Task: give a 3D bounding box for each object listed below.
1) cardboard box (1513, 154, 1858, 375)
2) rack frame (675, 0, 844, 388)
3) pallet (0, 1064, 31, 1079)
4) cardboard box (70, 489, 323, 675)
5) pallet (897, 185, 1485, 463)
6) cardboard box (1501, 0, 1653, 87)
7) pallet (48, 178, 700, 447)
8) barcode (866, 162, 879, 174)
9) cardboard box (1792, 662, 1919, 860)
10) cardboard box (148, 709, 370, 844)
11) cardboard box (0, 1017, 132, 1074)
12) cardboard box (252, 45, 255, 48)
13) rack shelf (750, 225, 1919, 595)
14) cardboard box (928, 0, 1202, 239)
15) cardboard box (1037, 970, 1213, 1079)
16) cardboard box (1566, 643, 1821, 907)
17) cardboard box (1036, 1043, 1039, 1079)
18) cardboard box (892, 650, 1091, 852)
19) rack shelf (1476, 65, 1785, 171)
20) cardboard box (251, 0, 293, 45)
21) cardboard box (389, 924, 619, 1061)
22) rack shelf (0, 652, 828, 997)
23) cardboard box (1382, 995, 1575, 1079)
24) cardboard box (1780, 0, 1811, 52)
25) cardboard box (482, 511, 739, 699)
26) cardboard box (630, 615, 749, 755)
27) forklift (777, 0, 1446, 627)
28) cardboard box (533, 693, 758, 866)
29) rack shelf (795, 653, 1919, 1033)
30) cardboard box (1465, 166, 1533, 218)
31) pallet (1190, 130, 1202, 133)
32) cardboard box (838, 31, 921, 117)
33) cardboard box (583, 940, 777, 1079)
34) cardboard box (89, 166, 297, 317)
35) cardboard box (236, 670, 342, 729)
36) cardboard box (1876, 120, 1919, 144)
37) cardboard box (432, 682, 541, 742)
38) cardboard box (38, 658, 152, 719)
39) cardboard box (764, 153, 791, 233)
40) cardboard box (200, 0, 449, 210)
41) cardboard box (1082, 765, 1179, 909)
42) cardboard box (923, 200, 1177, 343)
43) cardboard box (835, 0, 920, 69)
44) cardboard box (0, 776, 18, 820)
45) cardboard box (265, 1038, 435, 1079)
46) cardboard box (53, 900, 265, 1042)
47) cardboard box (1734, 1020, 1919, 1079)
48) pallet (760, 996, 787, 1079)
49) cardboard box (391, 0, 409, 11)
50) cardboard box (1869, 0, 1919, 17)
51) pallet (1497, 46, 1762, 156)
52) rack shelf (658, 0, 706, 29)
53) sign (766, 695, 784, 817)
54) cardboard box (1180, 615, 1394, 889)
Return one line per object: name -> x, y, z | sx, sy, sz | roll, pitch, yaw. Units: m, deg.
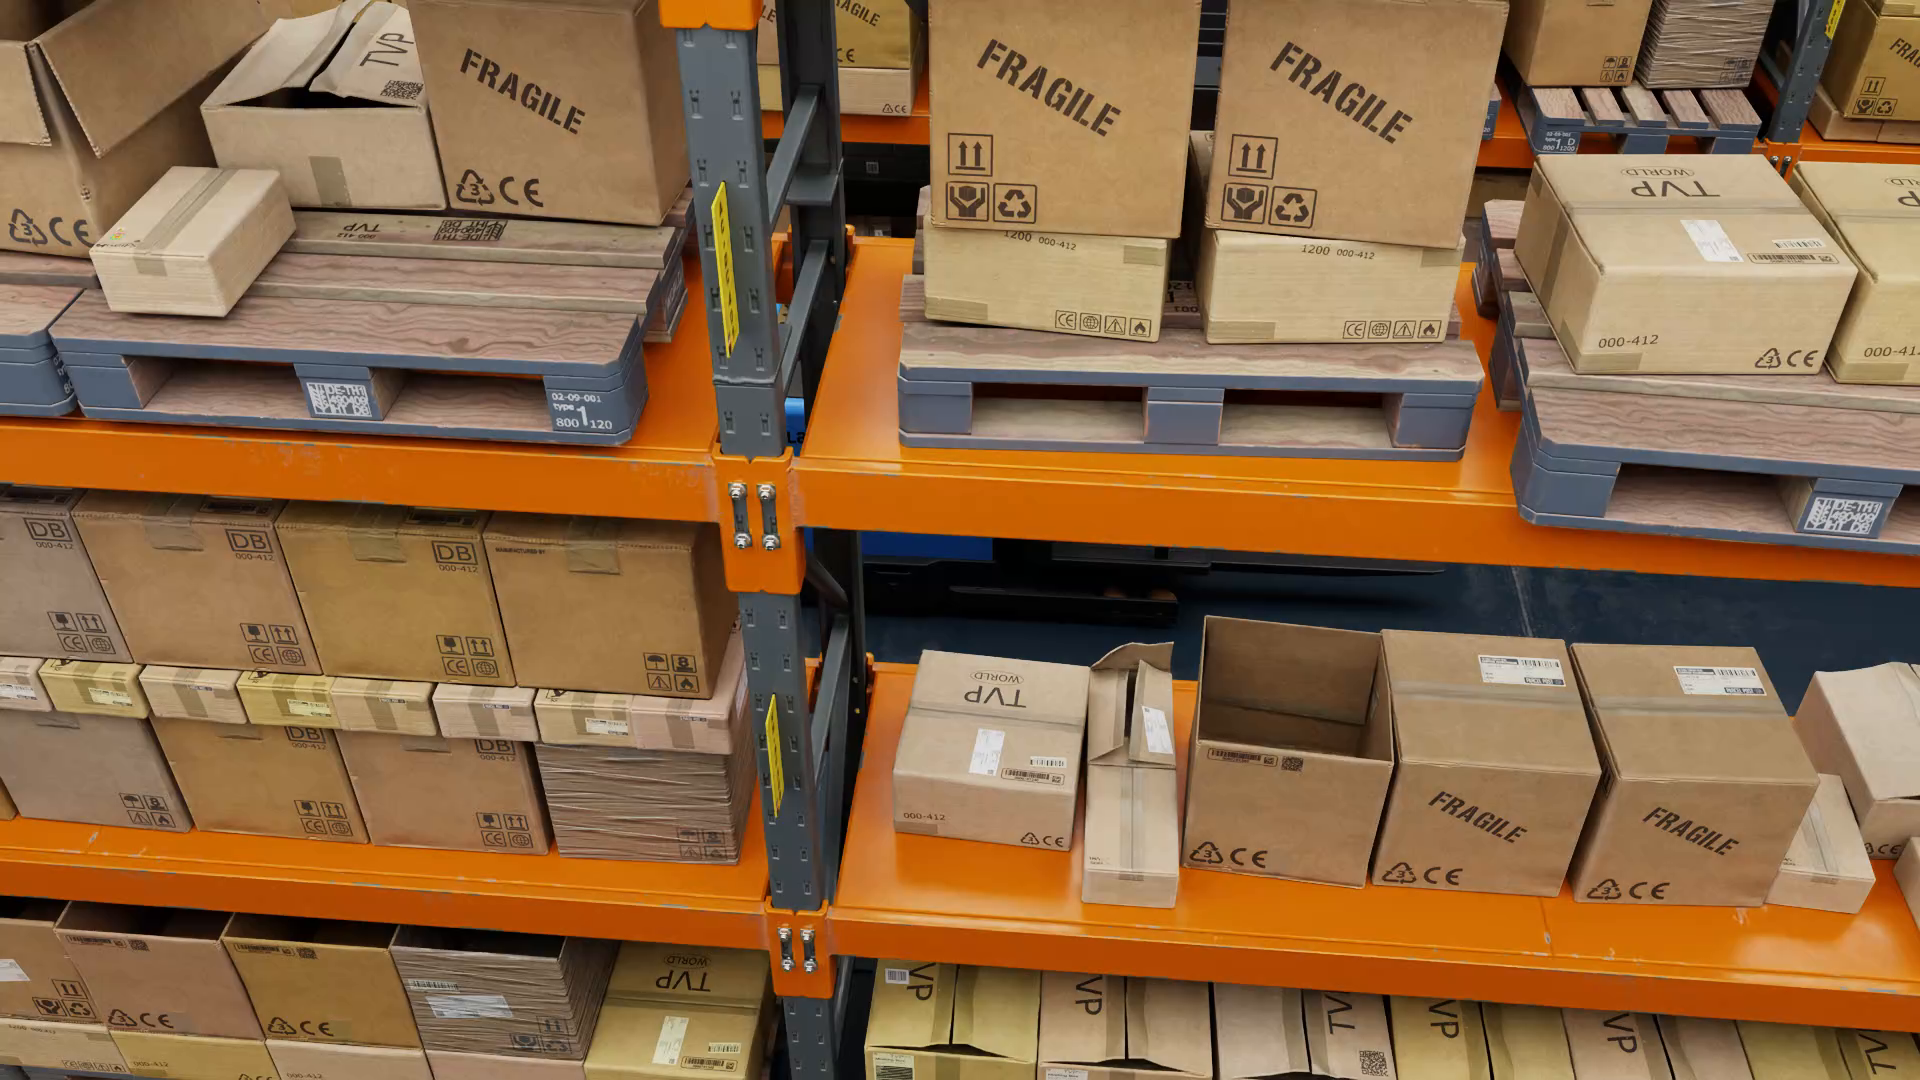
cardboard box -> 1.503, -0.588, 3.506 | 0.500, 0.250, 0.500 | 0, 39, 0
rack frame -> -0.397, -1.789, 2.820 | 0.127, 3.000, 1.000 | 3, 39, 4
pallet -> -3.616, 1.416, 5.843 | 1.213, 0.211, 1.003 | 3, 39, 4
cardboard box -> -1.842, -0.079, 4.364 | 0.500, 0.500, 0.700 | 3, 39, 4
pallet -> 0.483, -0.512, 3.778 | 1.217, 0.209, 0.805 | 2, 39, 2
cardboard box -> 2.984, -2.603, 8.144 | 0.500, 0.500, 0.700 | 0, 39, 0
pallet -> -1.249, -0.622, 3.832 | 1.213, 0.211, 1.003 | 3, 39, 4
barcode -> -0.490, -2.084, 9.312 | 0.075, 0.075, 0.001 | 3, 39, 4
cardboard box -> 2.714, 0.619, 4.684 | 0.500, 0.311, 0.500 | 3, 39, 3
cardboard box -> -1.865, 0.424, 4.774 | 0.500, 0.500, 0.700 | 4, 39, 5
cardboard box -> -2.870, 1.444, 5.445 | 0.500, 0.250, 0.500 | 3, 39, 4
cardboard box -> -3.500, -2.520, 8.572 | 0.500, 0.250, 0.500 | 2, 39, 3
rack shelf -> 1.596, -0.238, 3.860 | 4.000, 0.370, 1.077 | 3, 39, 4
cardboard box -> 0.214, -0.963, 3.373 | 0.500, 0.500, 0.500 | 4, 39, 4
cardboard box -> 0.492, 1.433, 5.015 | 0.500, 0.311, 0.500 | 3, 39, 3
cardboard box -> 1.915, 0.635, 4.514 | 0.500, 0.500, 0.500 | 1, 39, 1
cardboard box -> 0.493, 1.647, 5.196 | 0.500, 0.250, 0.500 | 4, 39, 5
cardboard box -> 0.097, 0.595, 4.762 | 0.500, 0.250, 0.500 | 5, 39, 7
rack shelf -> 2.019, -2.191, 8.635 | 4.000, 0.370, 1.077 | 3, 39, 4
cardboard box -> -3.509, -2.822, 8.349 | 0.500, 0.500, 0.500 | 3, 39, 4
cardboard box -> -1.375, 1.228, 5.117 | 0.500, 0.500, 0.500 | 3, 39, 4
rack shelf -> -2.389, 0.707, 5.075 | 4.000, 0.370, 1.077 | 3, 39, 4
cardboard box -> 1.525, 1.485, 4.950 | 0.500, 0.311, 0.500 | 4, 39, 5
cardboard box -> 4.505, -2.663, 8.314 | 0.500, 0.500, 0.500 | 3, 39, 4
cardboard box -> -0.839, -0.025, 4.298 | 0.500, 0.500, 0.700 | 3, 39, 4
cardboard box -> -0.686, 0.367, 4.330 | 0.250, 0.149, 0.380 | 3, 39, 4
forklift -> 0.628, -1.108, 6.789 | 3.031, 2.935, 1.130 | 3, 39, 3
cardboard box -> -0.839, 0.478, 4.707 | 0.500, 0.500, 0.700 | 2, 39, 3
rack shelf -> 1.596, 0.925, 4.807 | 4.000, 0.370, 1.077 | 3, 39, 4
cardboard box -> 2.728, -1.929, 8.782 | 0.500, 0.250, 0.500 | 4, 39, 5
pallet -> 0.776, -2.371, 8.439 | 1.213, 0.211, 1.003 | 3, 39, 4
cardboard box -> -0.471, -2.363, 8.380 | 0.500, 0.250, 0.500 | 3, 39, 4
cardboard box -> -0.878, 1.553, 5.311 | 0.500, 0.250, 0.500 | 3, 39, 4
cardboard box -> -1.622, -0.640, 3.539 | 0.250, 0.149, 0.380 | 3, 39, 4
cardboard box -> -1.700, 0.310, 4.400 | 0.250, 0.149, 0.380 | 3, 39, 4
cardboard box -> 4.570, -2.088, 8.122 | 0.250, 0.149, 0.380 | 4, 39, 4
cardboard box -> -1.194, 0.339, 4.364 | 0.250, 0.149, 0.380 | 2, 39, 3
cardboard box -> -2.216, 0.284, 4.432 | 0.250, 0.149, 0.380 | 4, 39, 5
cardboard box -> -1.011, -1.811, 9.230 | 0.500, 0.500, 0.500 | 0, 39, 0
cardboard box -> -1.414, -1.031, 3.892 | 0.500, 0.311, 0.500 | 1, 39, 1
cardboard box -> 0.468, 0.811, 4.576 | 0.250, 0.149, 0.380 | 3, 39, 4
cardboard box -> 0.216, -0.691, 3.633 | 0.500, 0.250, 0.500 | 7, 40, 8
cardboard box -> -0.471, -2.650, 8.139 | 0.500, 0.500, 0.500 | 3, 39, 4
cardboard box -> -2.900, 0.370, 4.840 | 0.500, 0.500, 0.700 | 3, 39, 4
cardboard box -> -1.874, 1.502, 5.375 | 0.500, 0.250, 0.500 | 3, 39, 4
cardboard box -> -2.373, 1.185, 5.170 | 0.500, 0.500, 0.500 | 3, 39, 4
cardboard box -> 2.527, 1.543, 4.879 | 0.500, 0.311, 0.500 | 3, 39, 3
pallet -> -1.186, 1.549, 5.680 | 1.213, 0.211, 1.003 | 3, 39, 4
cardboard box -> -2.503, -2.756, 8.269 | 0.500, 0.500, 0.500 | 2, 39, 2
cardboard box -> 4.471, -2.625, 7.674 | 0.500, 0.250, 0.500 | 4, 39, 5
pallet -> 3.293, -2.258, 8.300 | 1.003, 0.211, 1.213 | 3, 39, 4
rack shelf -> -2.389, -1.464, 3.307 | 4.000, 0.370, 1.077 | 3, 39, 4
sign -> -0.443, 0.520, 3.987 | 0.005, 0.325, 0.100 | 3, 39, 4
cardboard box -> 0.892, 0.579, 4.583 | 0.500, 0.500, 0.500 | 6, 40, 7
